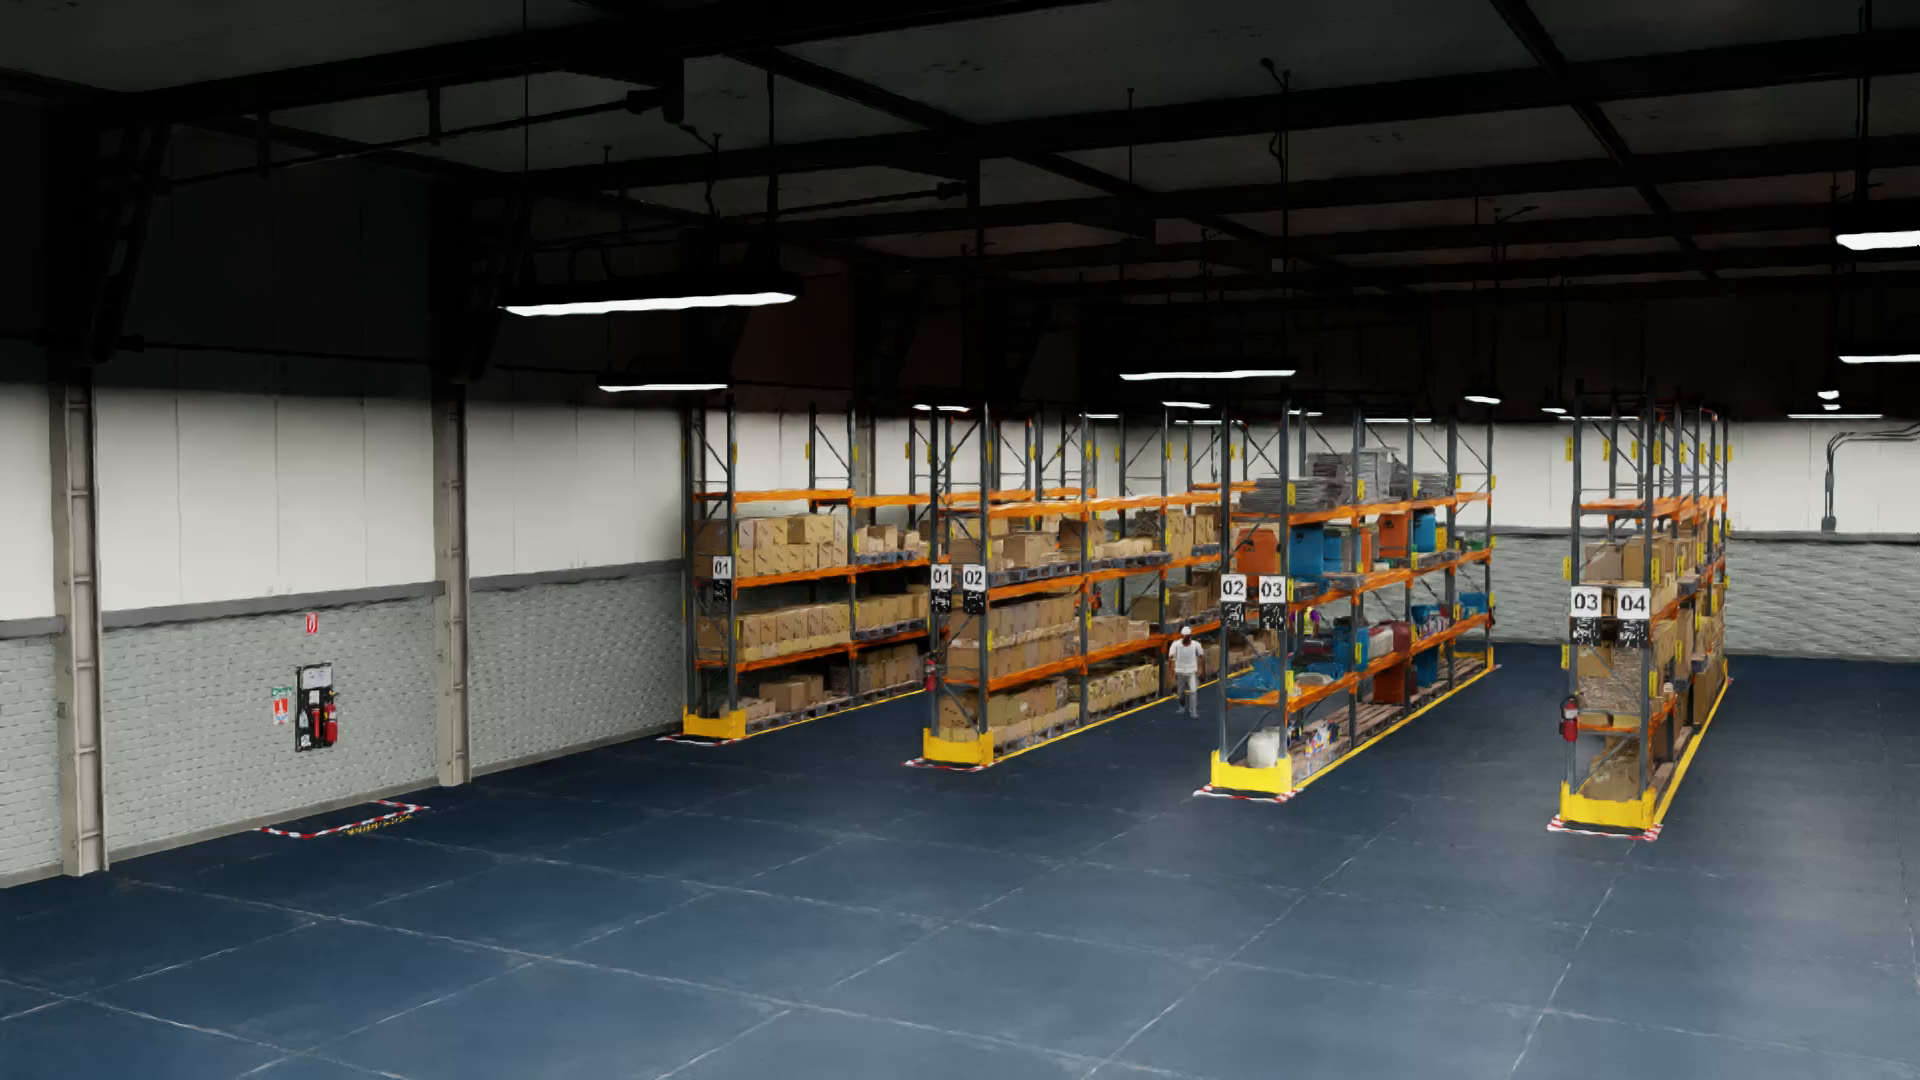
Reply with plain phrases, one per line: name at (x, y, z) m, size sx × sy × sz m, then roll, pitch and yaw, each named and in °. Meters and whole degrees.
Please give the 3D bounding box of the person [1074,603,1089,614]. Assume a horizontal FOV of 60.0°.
person at (3.273, 1.756, 44.686) m, size 0.733 × 1.762 × 0.562 m, roll -1°, pitch 3°, yaw -26°

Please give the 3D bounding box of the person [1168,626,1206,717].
person at (4.303, 2.481, 31.549) m, size 0.701 × 1.723 × 0.756 m, roll 1°, pitch 3°, yaw 15°

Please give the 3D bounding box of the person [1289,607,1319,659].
person at (7.889, 2.144, 38.197) m, size 0.719 × 1.714 × 0.578 m, roll 1°, pitch 3°, yaw 26°
